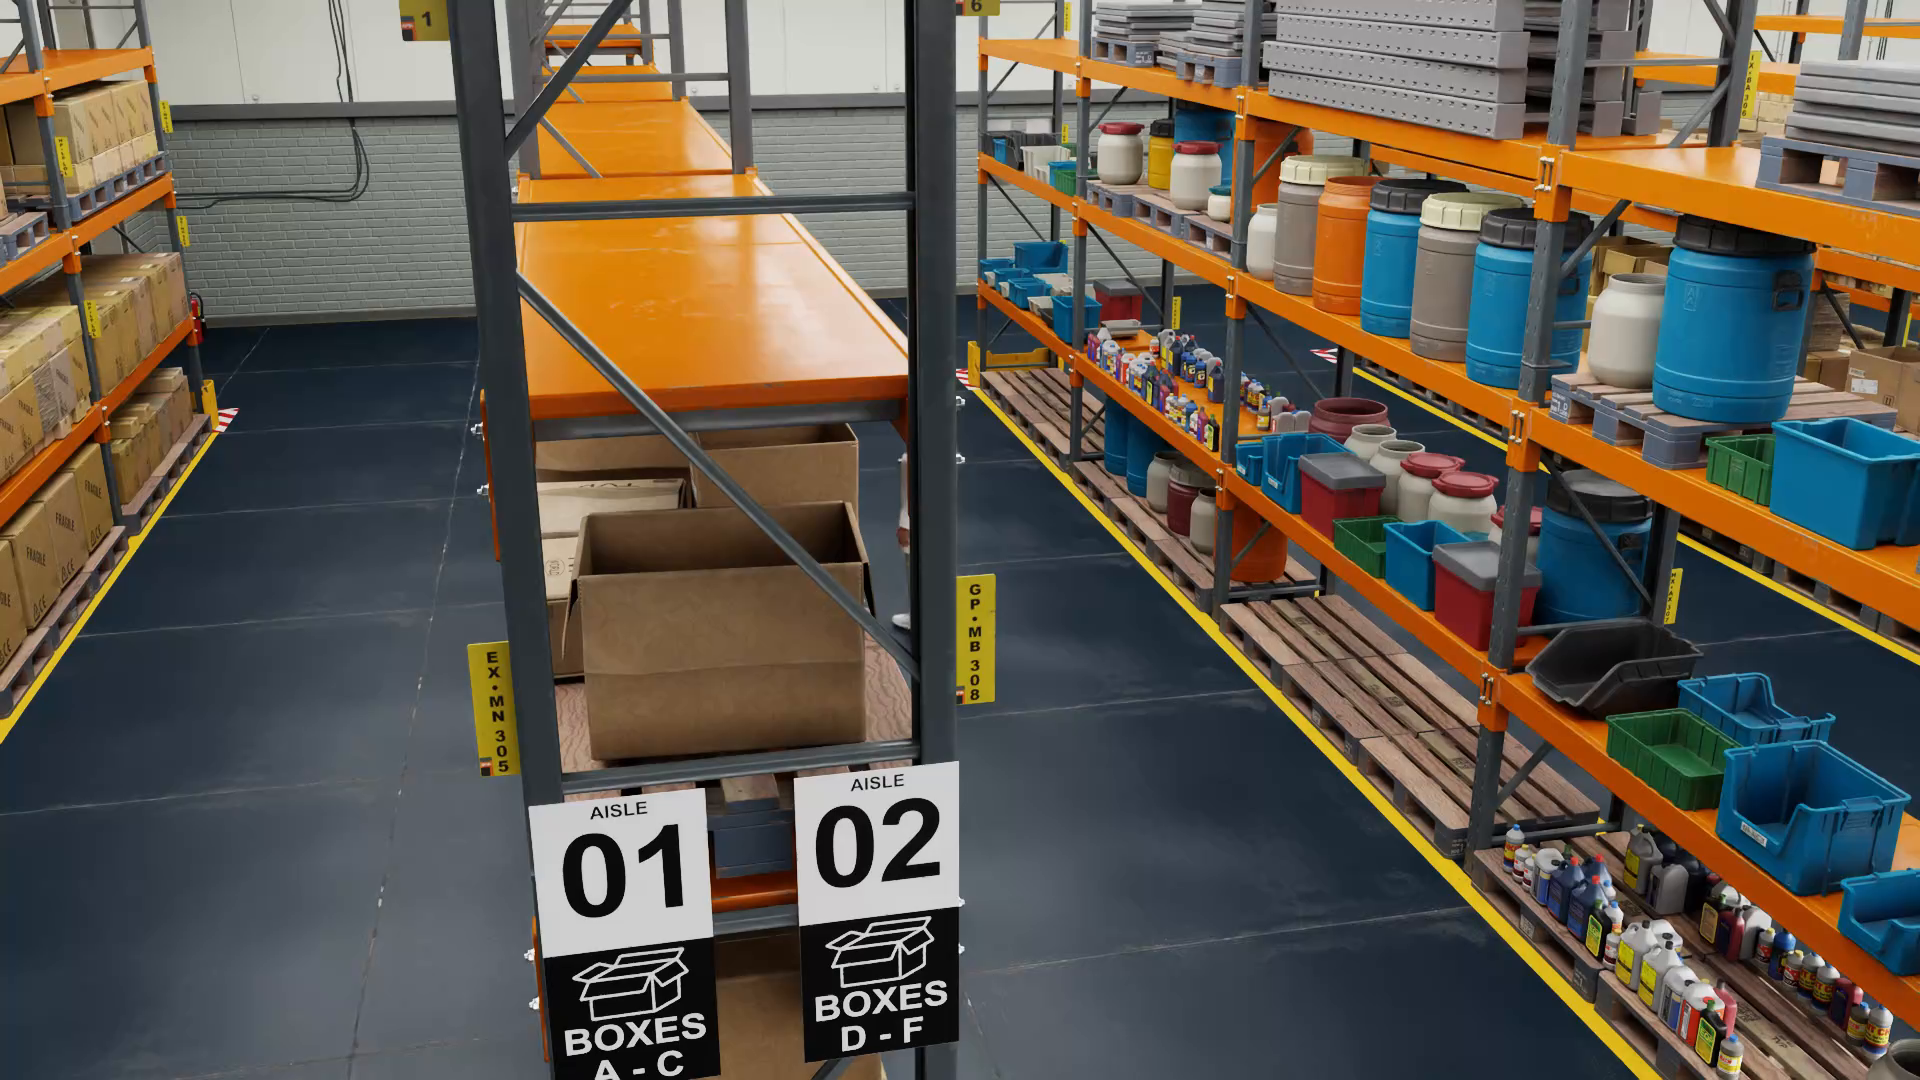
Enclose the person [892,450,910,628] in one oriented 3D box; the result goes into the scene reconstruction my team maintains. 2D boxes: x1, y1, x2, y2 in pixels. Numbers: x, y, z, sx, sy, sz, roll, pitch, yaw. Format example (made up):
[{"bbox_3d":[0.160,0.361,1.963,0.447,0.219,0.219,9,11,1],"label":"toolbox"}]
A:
[{"bbox_3d":[-0.299,-0.162,12.858,0.482,1.778,0.613,7,21,19],"label":"person"}]
